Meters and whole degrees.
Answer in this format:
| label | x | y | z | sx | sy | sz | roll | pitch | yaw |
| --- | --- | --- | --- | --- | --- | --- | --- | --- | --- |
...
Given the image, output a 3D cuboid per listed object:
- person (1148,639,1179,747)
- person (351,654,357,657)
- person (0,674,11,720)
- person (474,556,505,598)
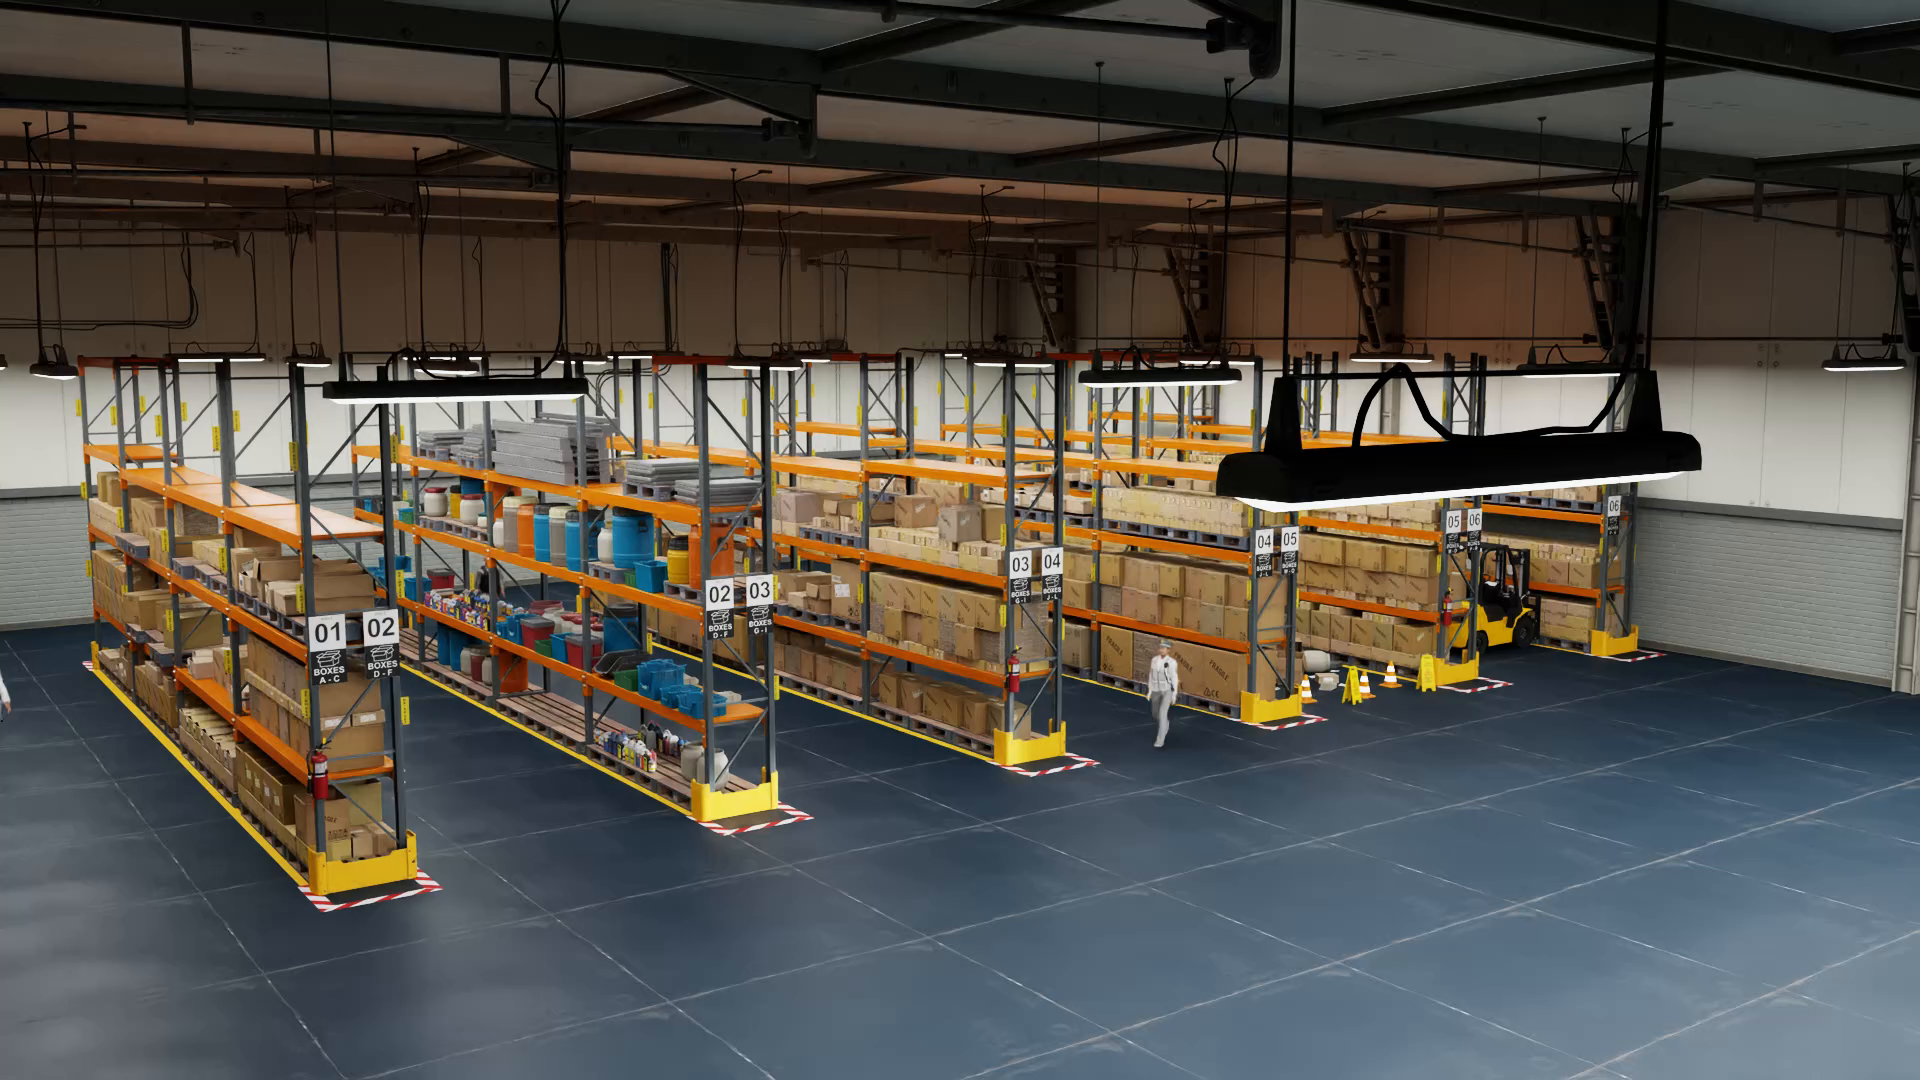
| label | x | y | z | sx | sy | sz | roll | pitch | yaw |
| --- | --- | --- | --- | --- | --- | --- | --- | --- | --- |
| person | 3.191 | 2.350 | 25.986 | 0.484 | 1.653 | 0.887 | 4 | 8 | 27 |
| person | -10.842 | 2.255 | 29.353 | 0.439 | 0.934 | 0.433 | -5 | 9 | -38 |
| person | -14.446 | 2.465 | 24.642 | 0.658 | 1.707 | 1.143 | -6 | 9 | -40 |
| person | -10.105 | 0.860 | 35.787 | 0.582 | 0.928 | 0.494 | -6 | 9 | -40 |
